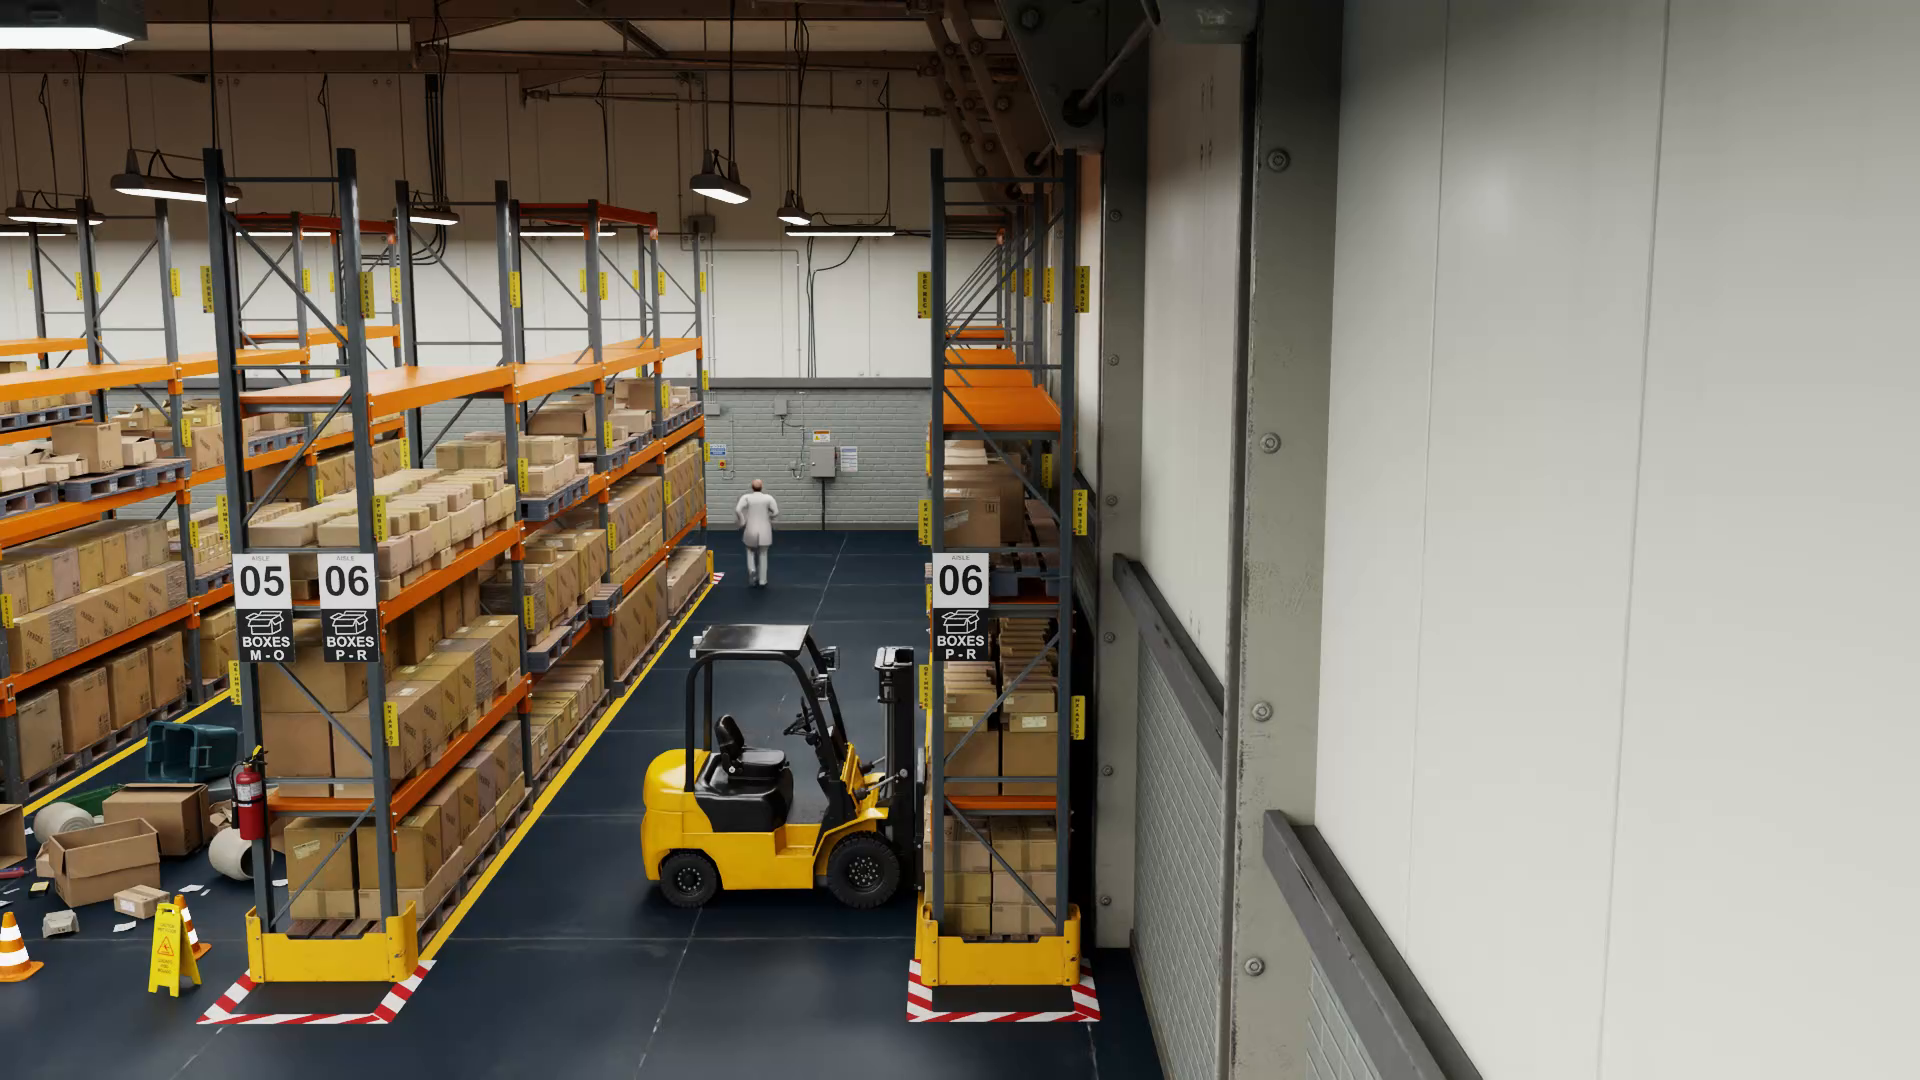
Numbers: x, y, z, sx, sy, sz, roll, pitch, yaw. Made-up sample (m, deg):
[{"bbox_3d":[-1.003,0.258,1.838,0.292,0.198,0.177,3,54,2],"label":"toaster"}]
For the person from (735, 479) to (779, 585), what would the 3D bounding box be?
[{"bbox_3d":[-3.376,-0.128,27.720,0.723,1.804,0.686,-1,9,-7],"label":"person"}]
